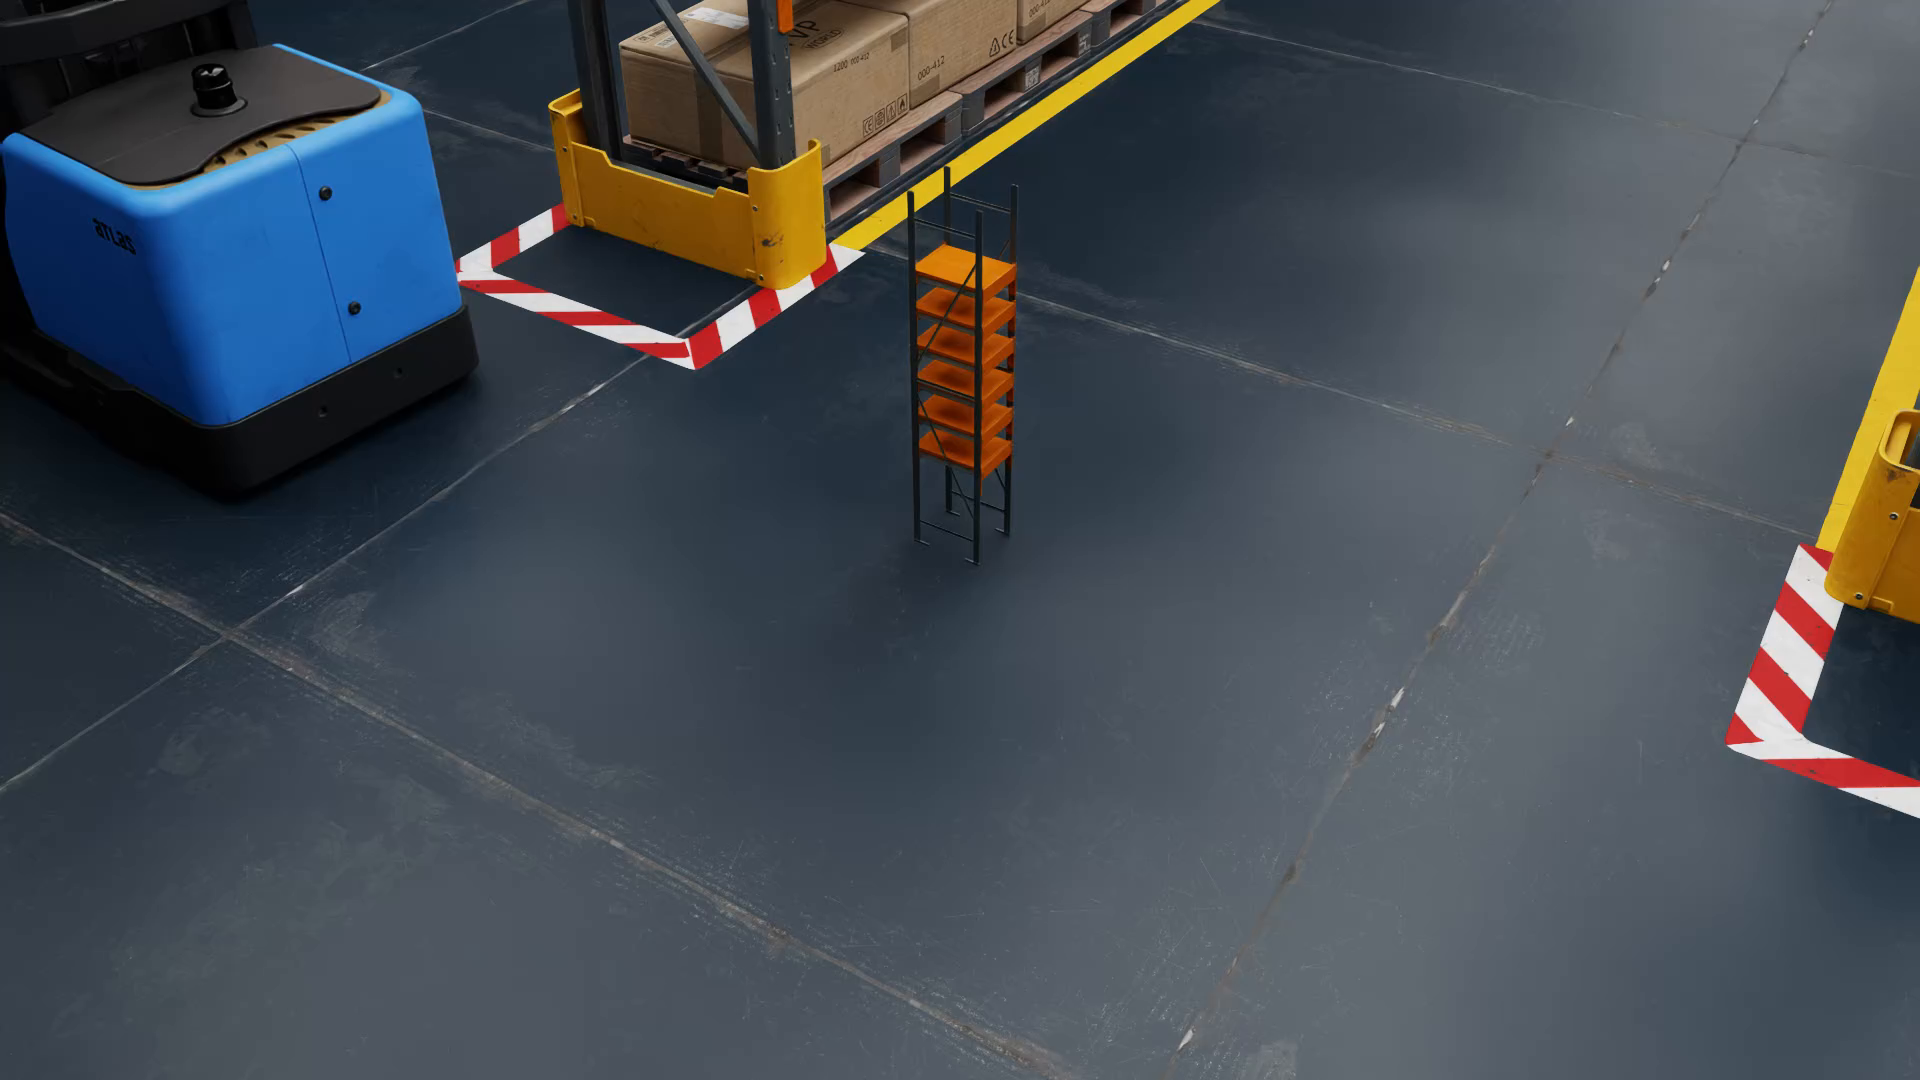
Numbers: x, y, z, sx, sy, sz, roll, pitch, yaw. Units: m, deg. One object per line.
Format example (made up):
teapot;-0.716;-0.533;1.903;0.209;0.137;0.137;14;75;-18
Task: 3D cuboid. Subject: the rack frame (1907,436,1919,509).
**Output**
rack frame;3.148;-0.878;3.932;1.000;3.000;0.127;21;42;25

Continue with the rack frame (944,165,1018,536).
rack frame;0.057;-0.530;4.955;0.240;1.200;0.006;21;42;25

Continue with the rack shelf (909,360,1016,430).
rack shelf;0.008;-0.447;4.920;0.258;0.103;0.180;21;42;25

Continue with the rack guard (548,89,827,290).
rack guard;-1.098;-1.443;6.712;1.175;0.500;0.348;21;42;25

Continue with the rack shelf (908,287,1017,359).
rack shelf;0.008;-0.638;4.774;0.258;0.103;0.180;21;42;25

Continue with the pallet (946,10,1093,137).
pallet;-0.069;-2.405;8.197;1.003;0.211;1.213;21;42;25

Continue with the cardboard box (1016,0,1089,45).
cardboard box;0.151;-2.909;8.321;0.875;0.438;0.875;20;42;24

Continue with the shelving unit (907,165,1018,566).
shelving unit;0.008;-0.483;4.893;0.258;1.200;0.189;21;42;25

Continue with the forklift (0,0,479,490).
forklift;-3.199;-2.054;5.514;3.031;2.935;1.130;25;44;29

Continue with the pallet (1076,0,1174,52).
pallet;0.584;-3.036;9.016;1.003;0.211;1.213;21;42;25

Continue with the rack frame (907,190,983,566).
rack frame;-0.041;-0.435;4.832;0.240;1.200;0.006;21;42;25

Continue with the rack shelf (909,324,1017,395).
rack shelf;0.008;-0.543;4.847;0.258;0.103;0.180;21;42;25

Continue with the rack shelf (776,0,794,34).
rack shelf;-0.014;-3.191;7.522;1.077;0.370;4.000;21;42;25

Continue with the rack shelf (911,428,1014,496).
rack shelf;0.008;-0.257;5.067;0.258;0.103;0.180;21;42;25

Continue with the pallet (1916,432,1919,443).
pallet;3.654;-0.220;5.363;1.003;0.211;1.213;21;42;25

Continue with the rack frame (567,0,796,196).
rack frame;-1.086;-2.445;5.965;1.000;3.000;0.127;21;42;25

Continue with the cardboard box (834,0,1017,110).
cardboard box;-0.333;-2.444;7.718;0.875;0.438;0.875;22;43;26

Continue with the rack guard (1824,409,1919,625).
rack guard;3.189;0.073;4.746;1.175;0.500;0.348;21;42;25

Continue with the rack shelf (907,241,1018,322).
rack shelf;0.008;-0.733;4.701;0.258;0.103;0.180;21;42;25

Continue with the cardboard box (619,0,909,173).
cardboard box;-0.816;-1.970;7.103;0.875;0.438;0.875;20;42;24

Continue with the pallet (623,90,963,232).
pallet;-0.723;-1.779;7.384;1.003;0.211;1.213;21;42;25

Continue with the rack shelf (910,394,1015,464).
rack shelf;0.008;-0.352;4.994;0.258;0.103;0.180;21;42;25
